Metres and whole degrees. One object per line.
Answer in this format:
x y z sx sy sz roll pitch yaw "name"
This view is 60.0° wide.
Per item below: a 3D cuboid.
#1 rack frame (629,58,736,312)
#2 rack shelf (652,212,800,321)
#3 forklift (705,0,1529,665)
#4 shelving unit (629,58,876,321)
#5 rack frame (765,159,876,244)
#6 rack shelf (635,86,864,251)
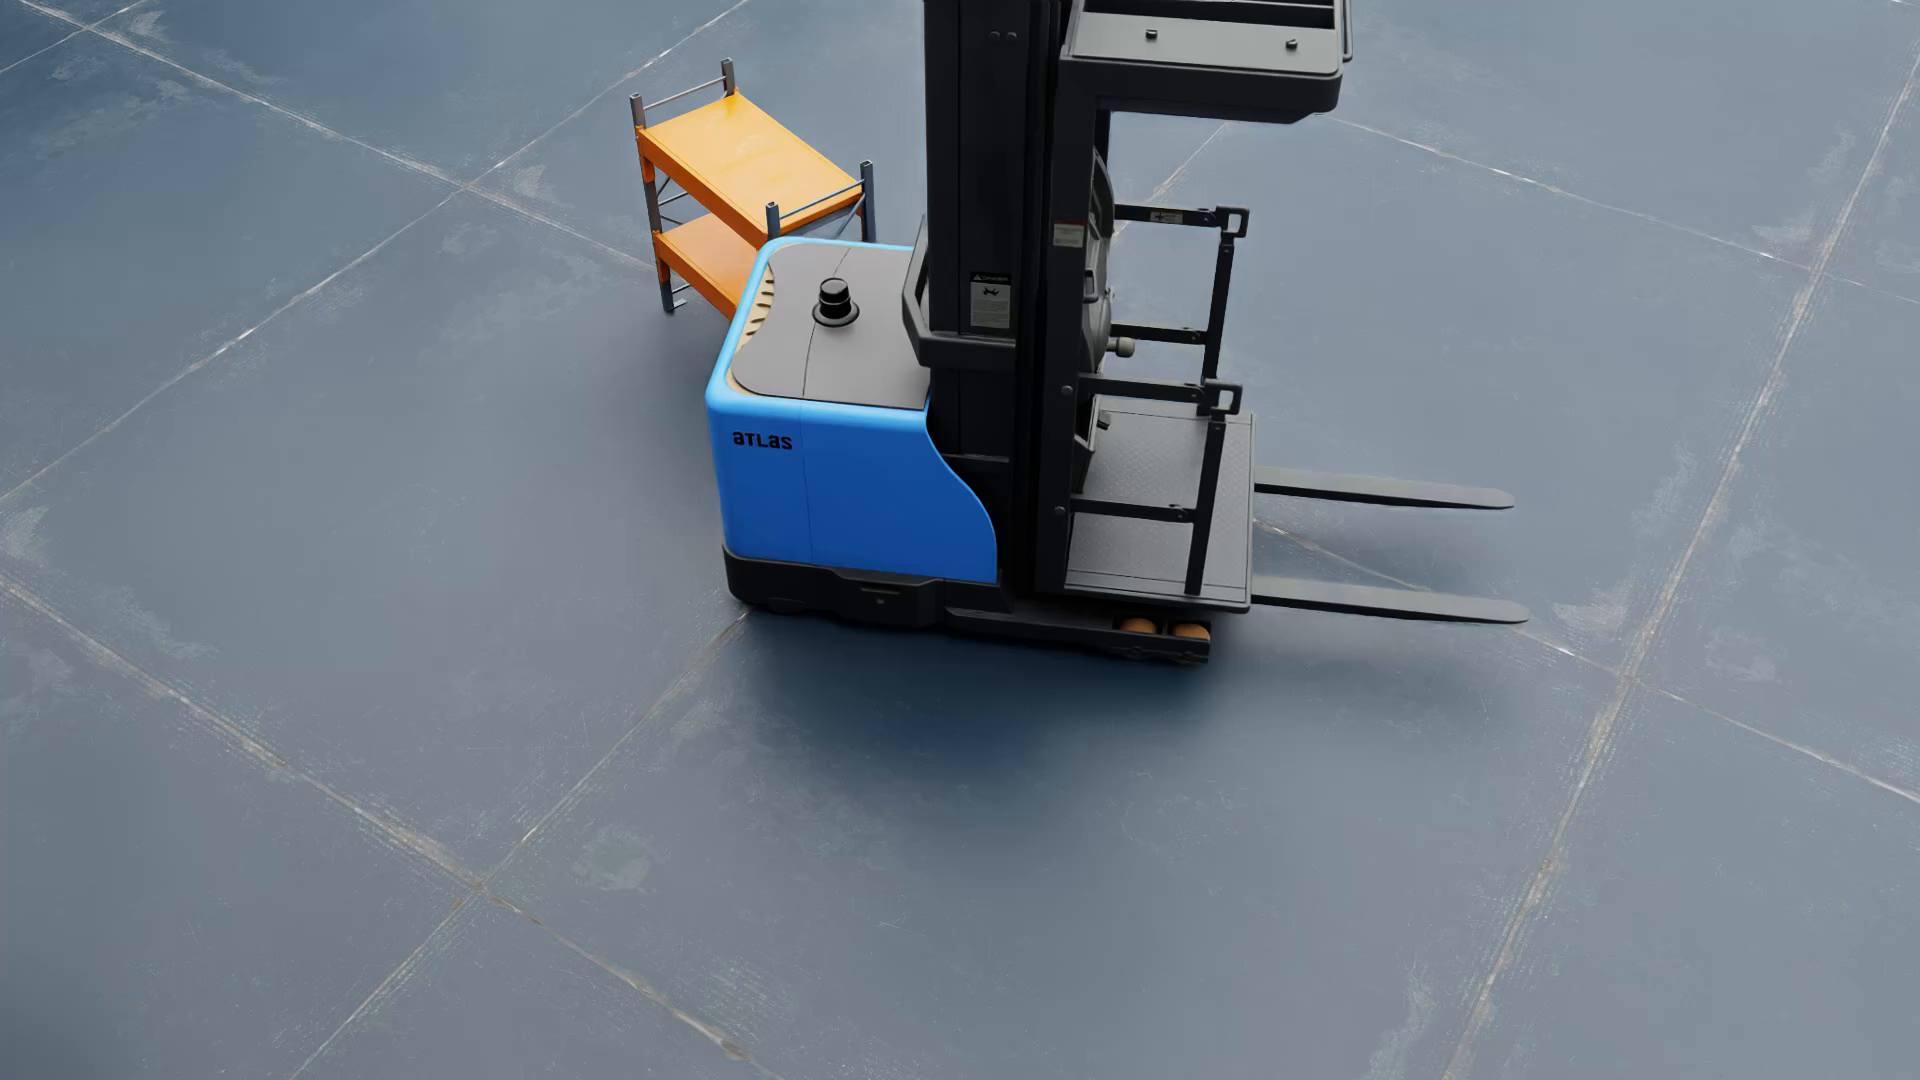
-1.188 -1.582 7.503 0.500 1.125 0.032 -30 53 -26 "rack frame"
-0.870 -1.127 7.402 0.538 0.278 1.000 -30 53 -26 "rack shelf"
0.655 -0.959 5.638 3.031 2.935 1.130 6 46 6 "forklift"
-0.870 -1.298 7.227 0.538 1.125 1.048 -30 53 -26 "shelving unit"
-0.552 -1.013 6.950 0.500 1.125 0.032 -30 53 -26 "rack frame"
-0.870 -1.502 7.017 0.538 0.278 1.000 -30 53 -26 "rack shelf"
